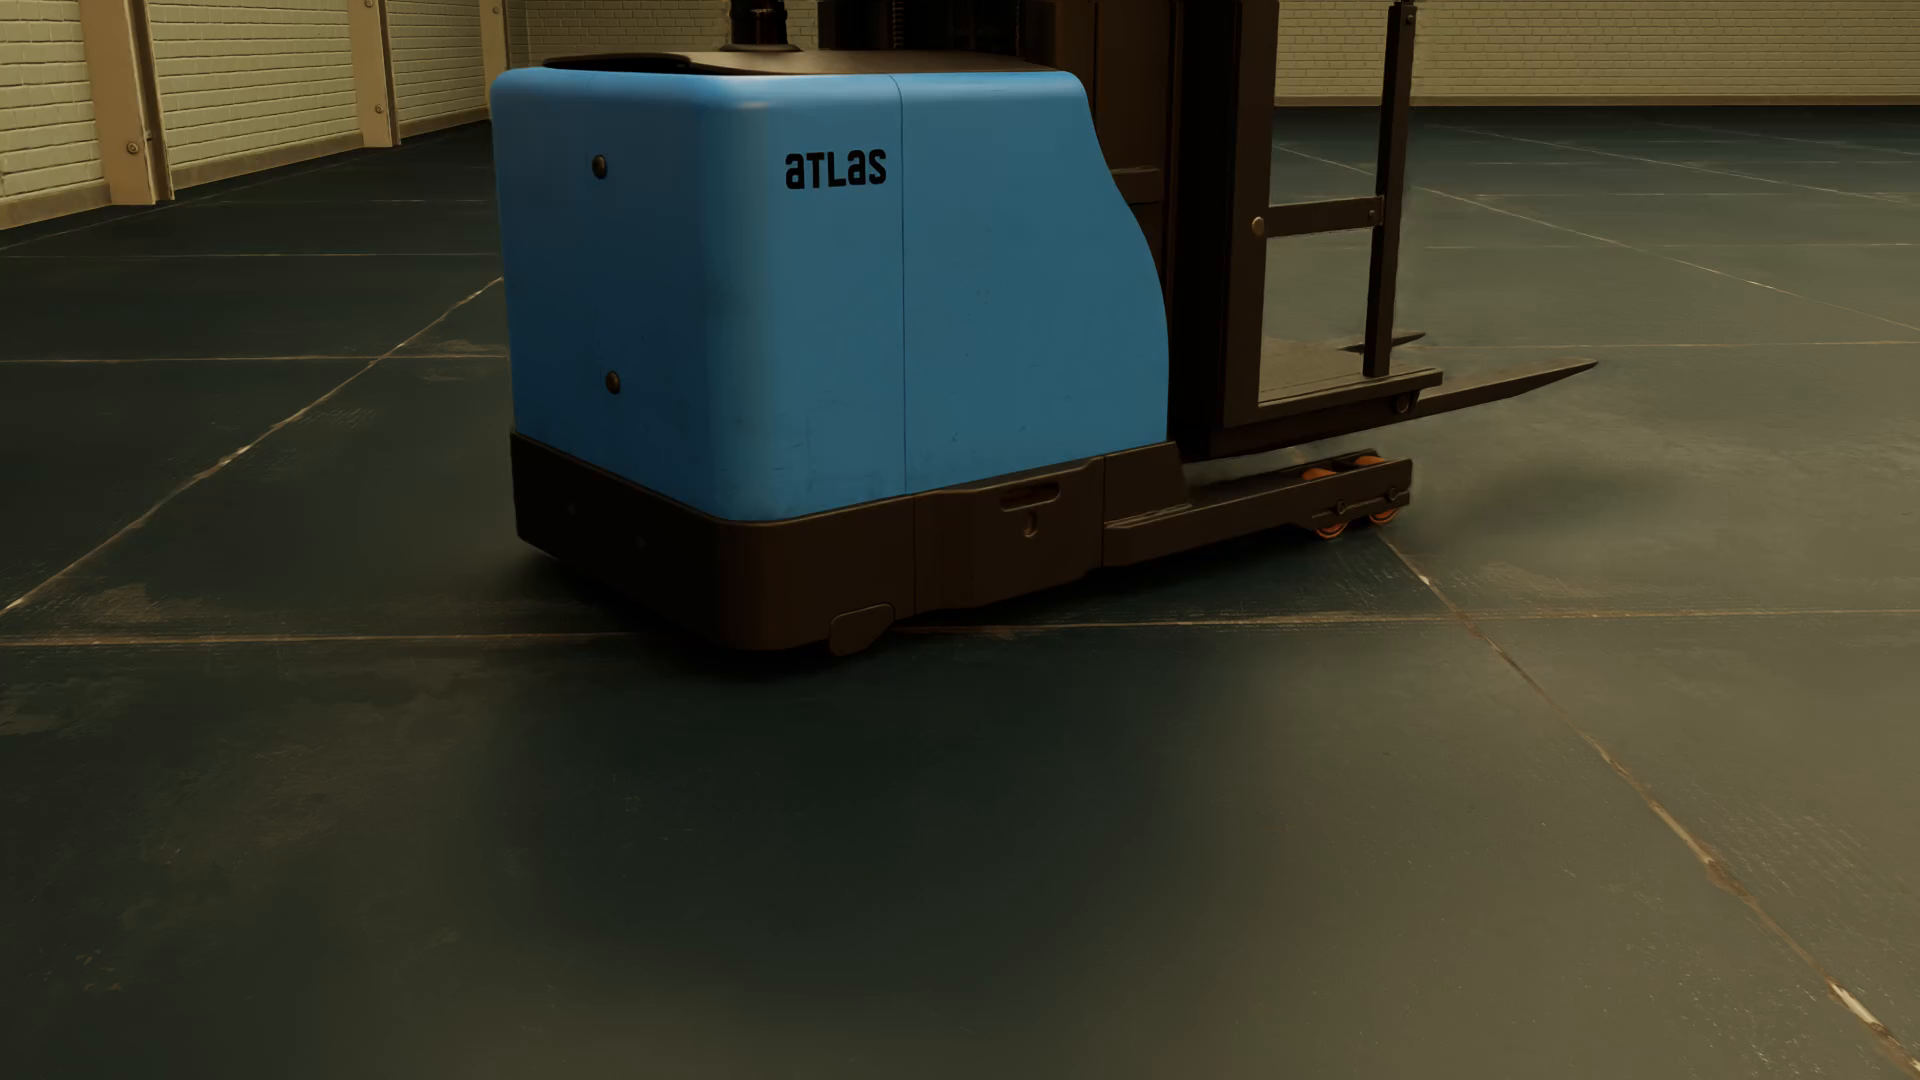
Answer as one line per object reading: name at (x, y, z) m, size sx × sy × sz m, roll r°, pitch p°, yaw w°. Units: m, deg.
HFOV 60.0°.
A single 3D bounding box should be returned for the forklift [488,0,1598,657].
forklift at (0.477, -1.513, 3.854) m, size 3.031 × 2.935 × 1.130 m, roll -13°, pitch 21°, yaw -36°
